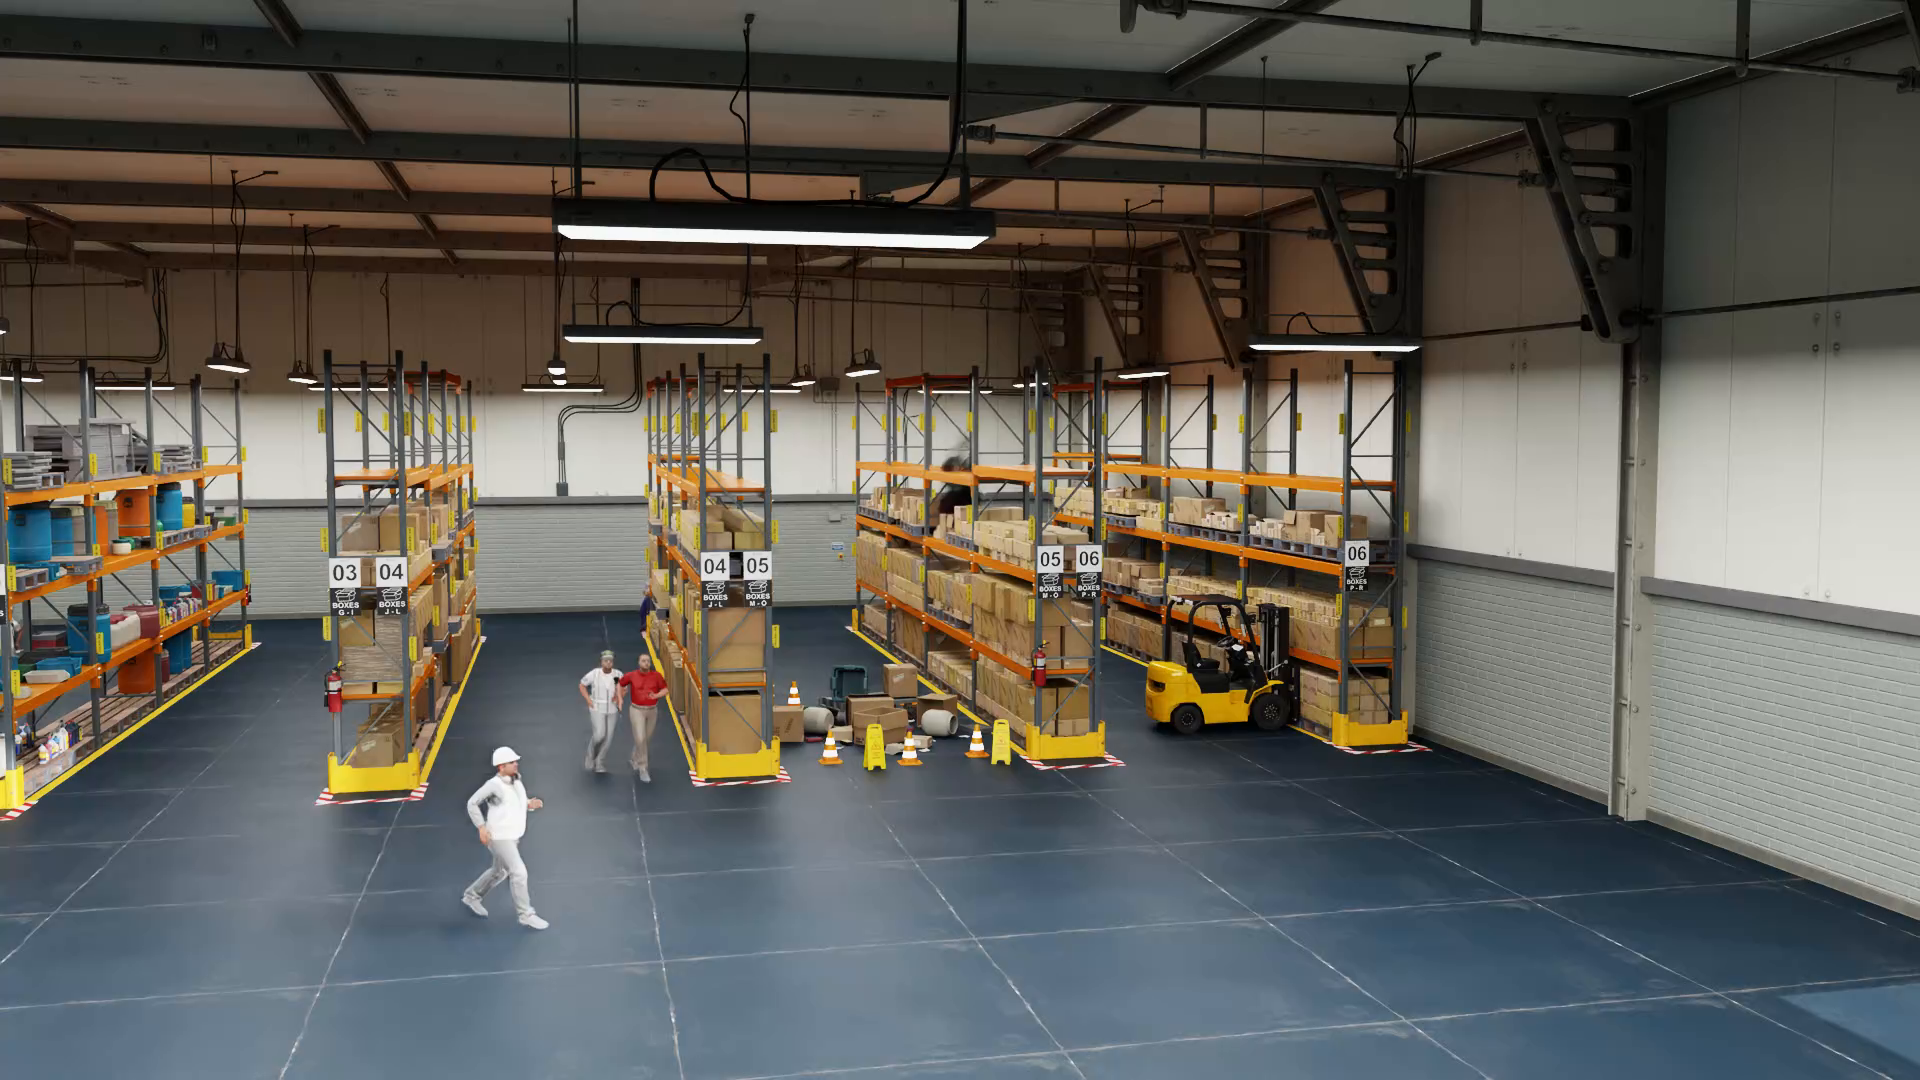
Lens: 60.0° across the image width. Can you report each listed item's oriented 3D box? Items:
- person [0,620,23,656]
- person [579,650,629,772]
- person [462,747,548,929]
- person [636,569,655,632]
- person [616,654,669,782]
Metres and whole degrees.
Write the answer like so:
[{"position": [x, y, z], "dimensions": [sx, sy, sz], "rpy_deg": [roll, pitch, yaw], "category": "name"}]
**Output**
[{"position": [-17.436, 2.030, 30.340], "dimensions": [0.579, 1.698, 0.924], "rpy_deg": [-2, 4, -26], "category": "person"}, {"position": [-5.104, 2.469, 24.024], "dimensions": [0.672, 1.764, 0.565], "rpy_deg": [-2, 4, -28], "category": "person"}, {"position": [-4.538, 2.938, 16.511], "dimensions": [0.953, 1.779, 0.645], "rpy_deg": [1, 4, 10], "category": "person"}, {"position": [-7.368, 1.433, 40.058], "dimensions": [0.805, 1.638, 0.644], "rpy_deg": [-2, 4, -24], "category": "person"}, {"position": [-4.494, 2.514, 23.640], "dimensions": [0.716, 1.799, 0.841], "rpy_deg": [-3, 5, -35], "category": "person"}]
